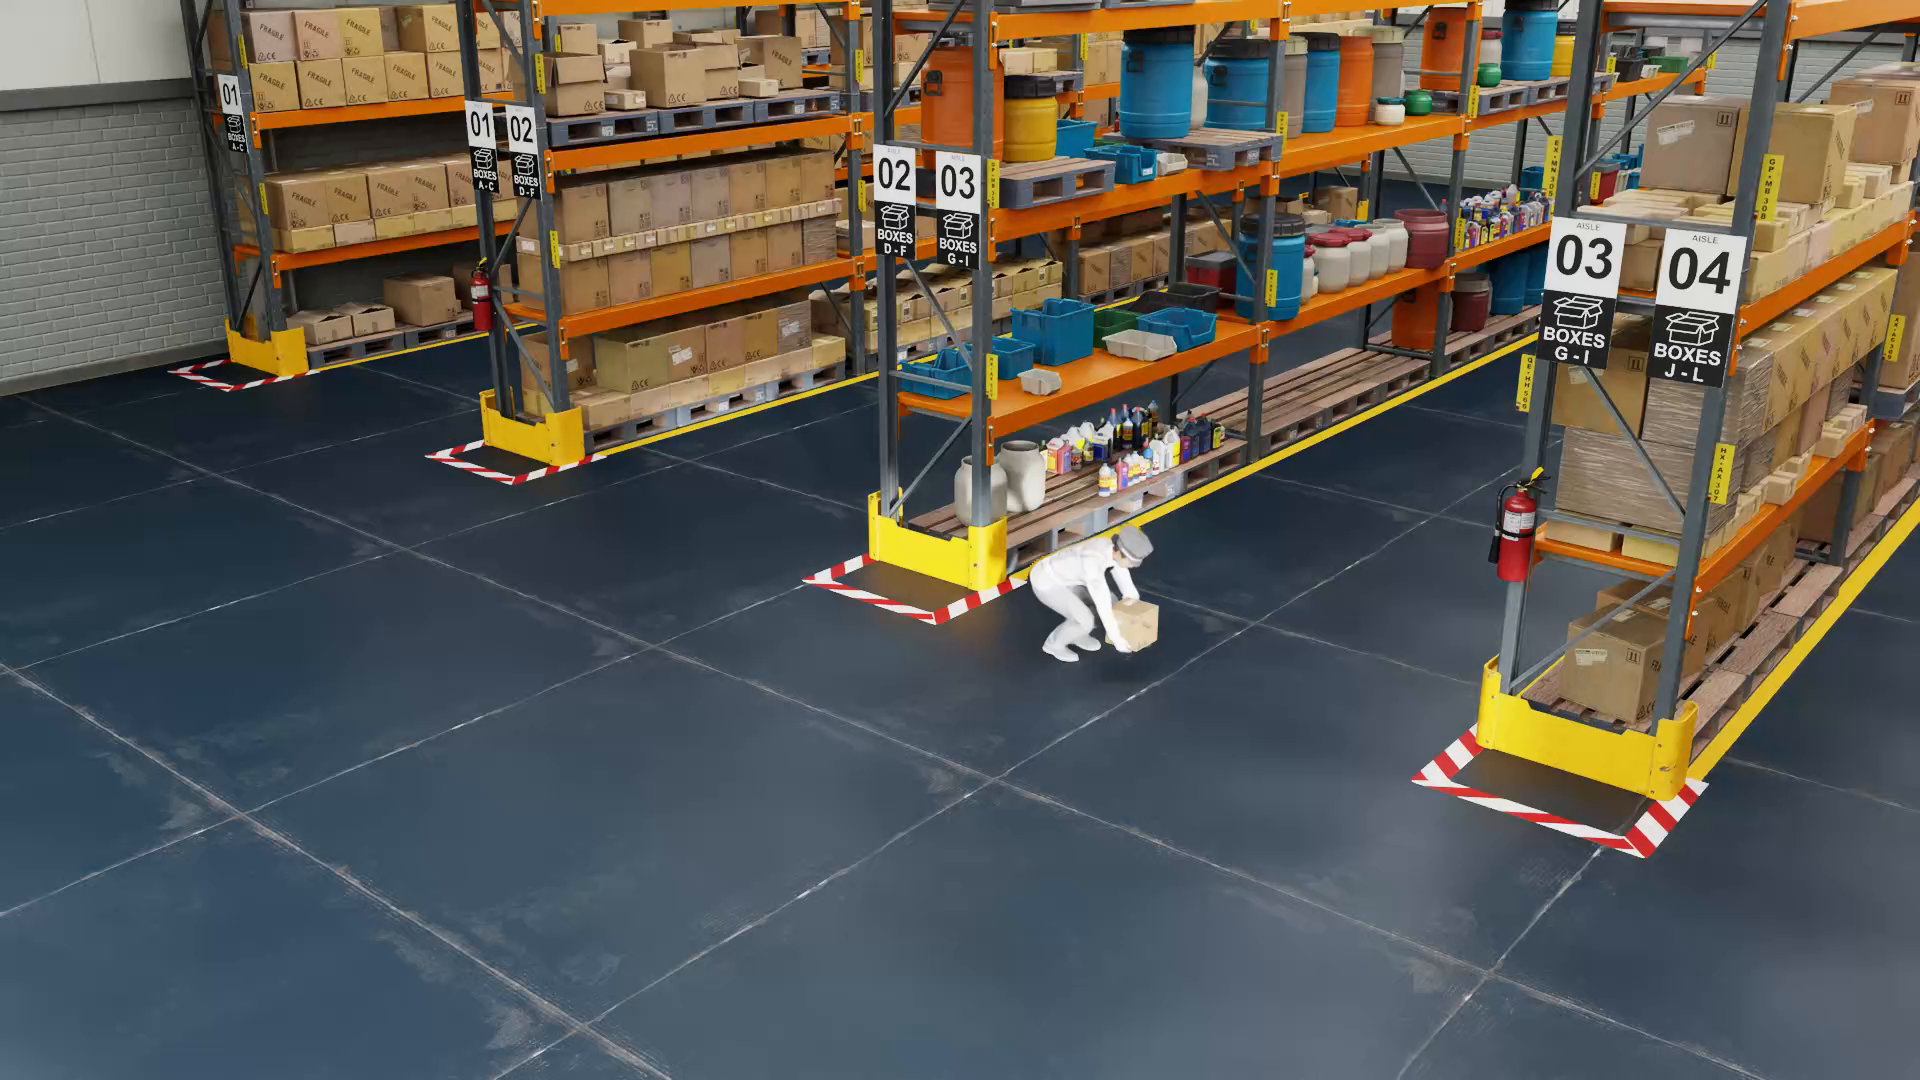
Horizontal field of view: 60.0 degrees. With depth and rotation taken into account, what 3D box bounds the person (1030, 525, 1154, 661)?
[{"bbox_3d":[0.880,0.336,11.171,0.855,0.981,0.459,15,25,35],"label":"person"}]
